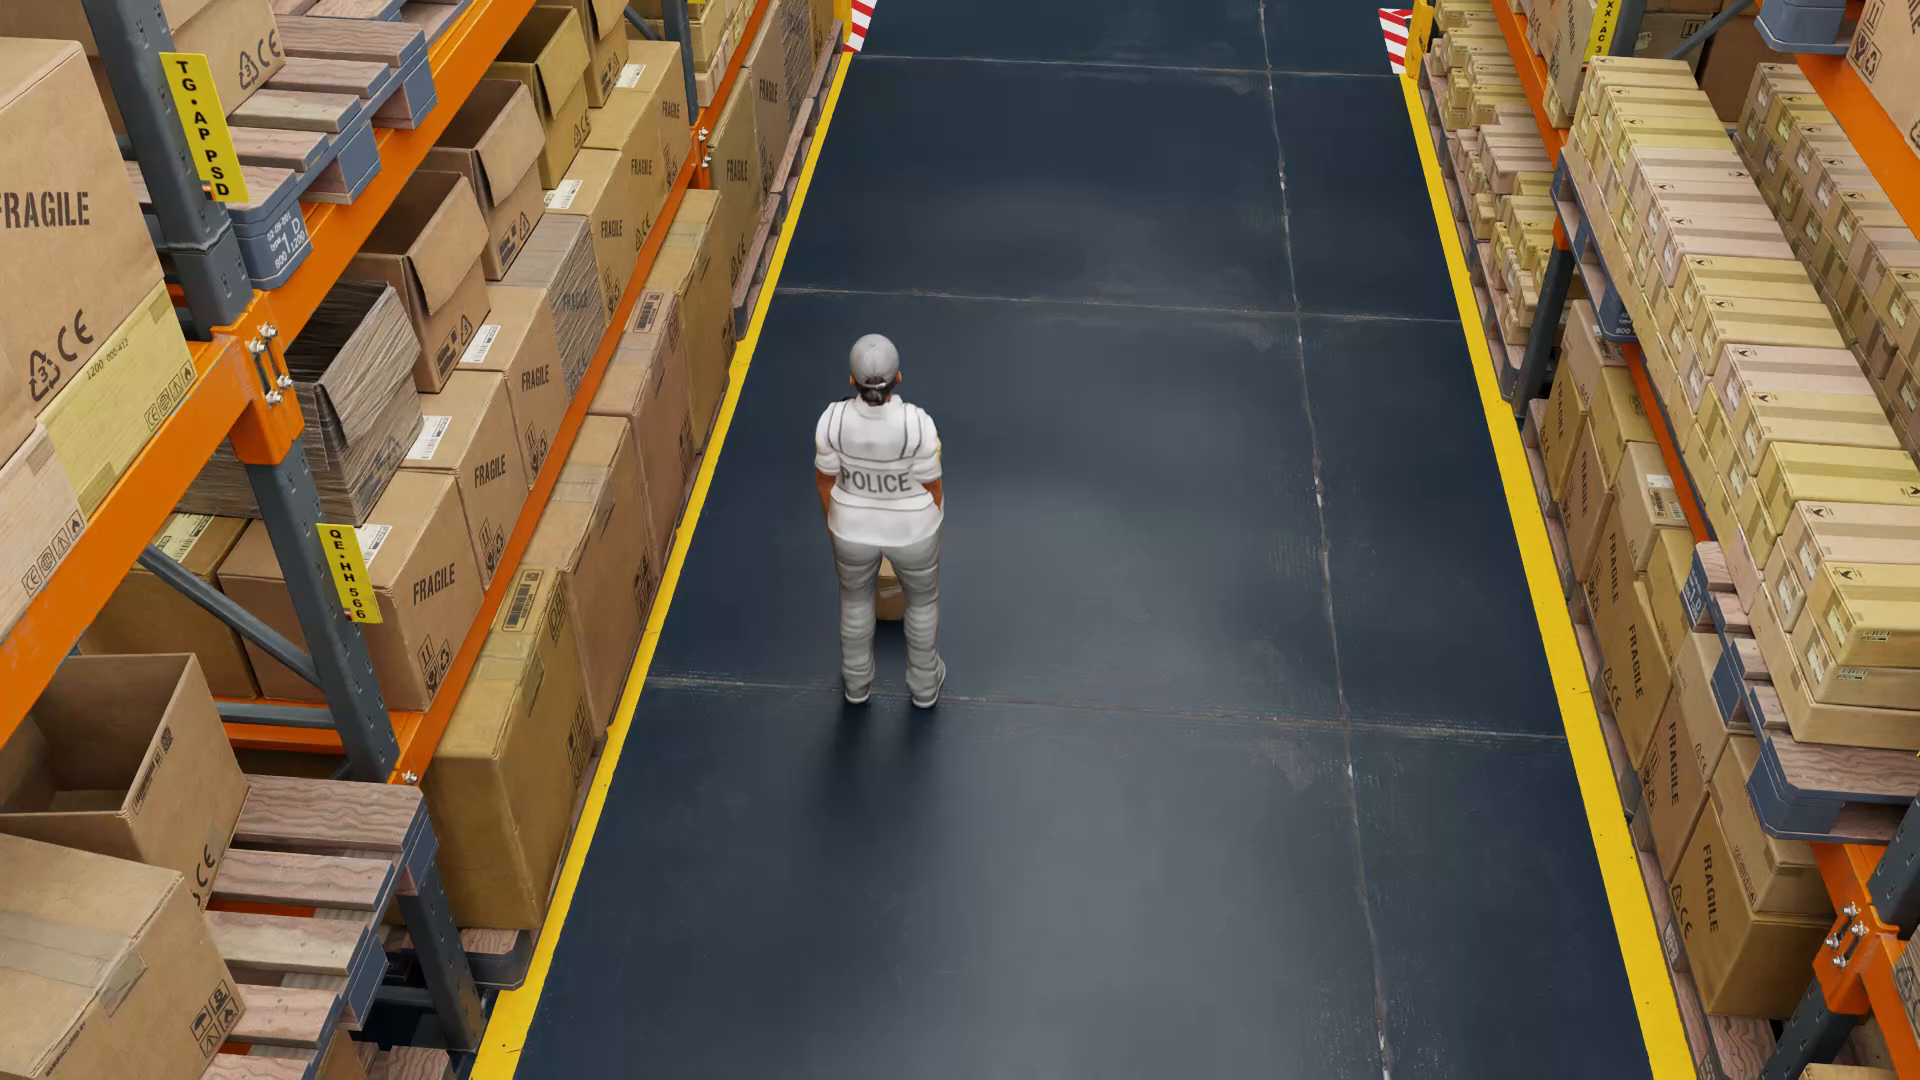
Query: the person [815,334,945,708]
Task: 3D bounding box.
[{"bbox_3d":[-0.292,-0.061,6.232,0.467,1.660,0.390,4,40,5],"label":"person"}]
